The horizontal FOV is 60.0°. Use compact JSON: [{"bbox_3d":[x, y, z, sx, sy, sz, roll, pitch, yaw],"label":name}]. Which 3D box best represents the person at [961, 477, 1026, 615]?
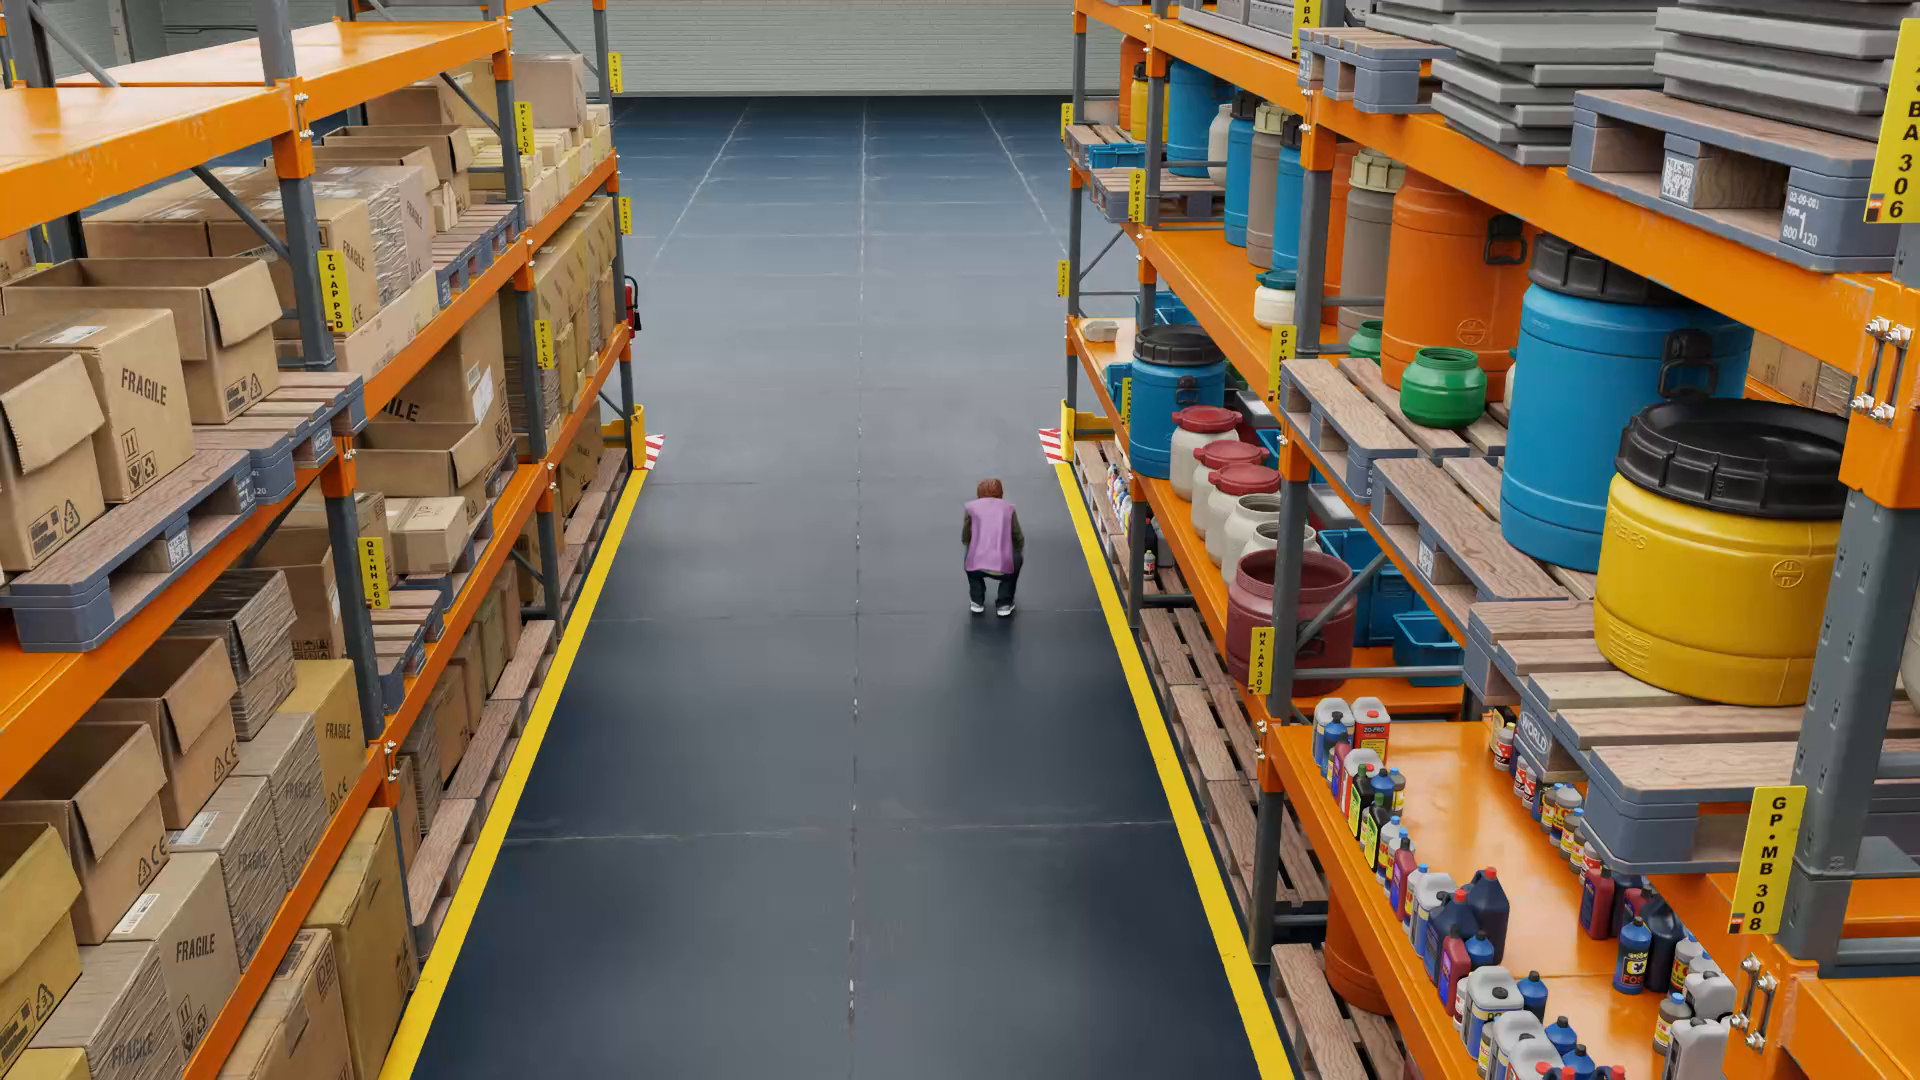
[{"bbox_3d":[0.216,0.051,11.987,0.474,0.876,0.821,3,21,9],"label":"person"}]
